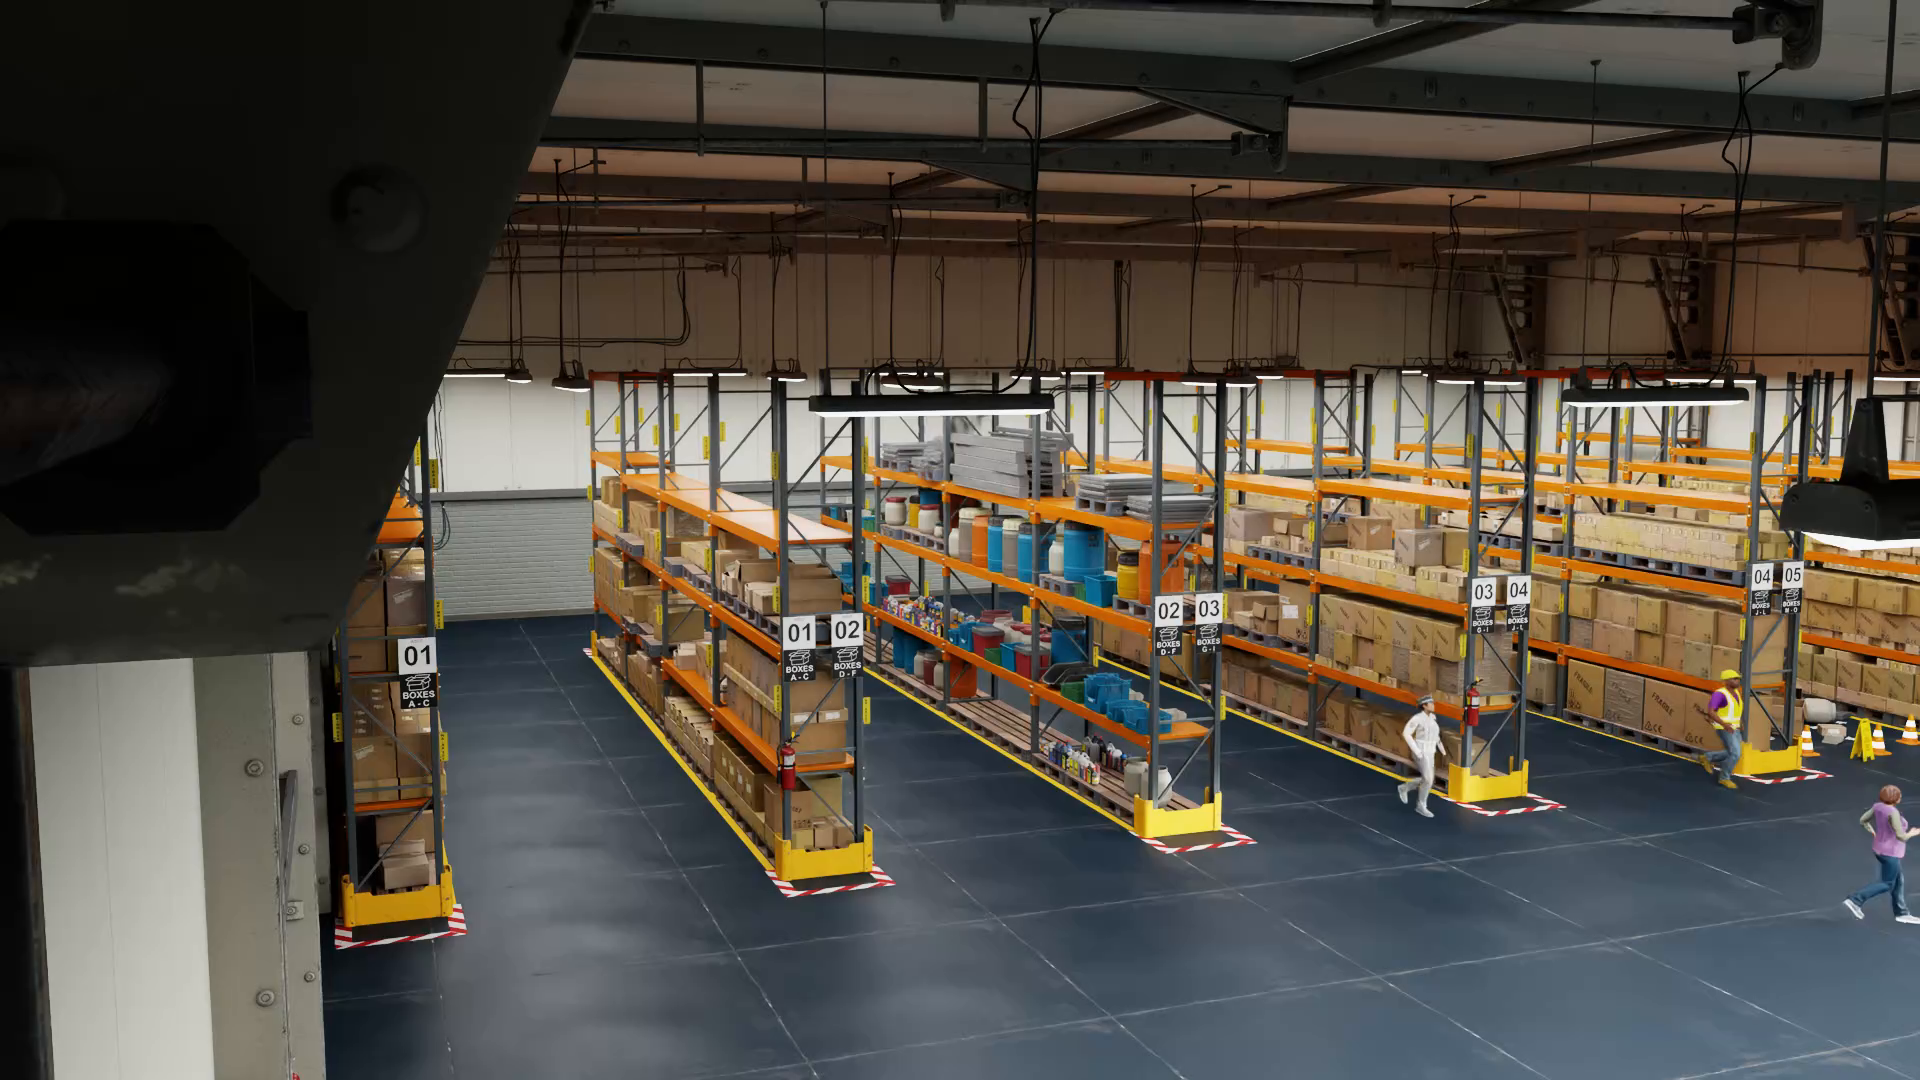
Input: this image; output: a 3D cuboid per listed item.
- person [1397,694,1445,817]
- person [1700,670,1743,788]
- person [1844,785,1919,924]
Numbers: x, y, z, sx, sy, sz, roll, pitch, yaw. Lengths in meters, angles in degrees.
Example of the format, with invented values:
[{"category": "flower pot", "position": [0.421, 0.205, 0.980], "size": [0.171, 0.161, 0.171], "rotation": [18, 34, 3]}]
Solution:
[{"category": "person", "position": [6.415, 2.954, 23.063], "size": [0.666, 1.663, 0.583], "rotation": [-5, 8, -40]}, {"category": "person", "position": [11.261, 2.756, 24.538], "size": [0.746, 1.715, 0.629], "rotation": [-6, 8, -41]}, {"category": "person", "position": [10.249, 3.589, 18.417], "size": [0.882, 1.354, 0.543], "rotation": [0, 6, 4]}]
